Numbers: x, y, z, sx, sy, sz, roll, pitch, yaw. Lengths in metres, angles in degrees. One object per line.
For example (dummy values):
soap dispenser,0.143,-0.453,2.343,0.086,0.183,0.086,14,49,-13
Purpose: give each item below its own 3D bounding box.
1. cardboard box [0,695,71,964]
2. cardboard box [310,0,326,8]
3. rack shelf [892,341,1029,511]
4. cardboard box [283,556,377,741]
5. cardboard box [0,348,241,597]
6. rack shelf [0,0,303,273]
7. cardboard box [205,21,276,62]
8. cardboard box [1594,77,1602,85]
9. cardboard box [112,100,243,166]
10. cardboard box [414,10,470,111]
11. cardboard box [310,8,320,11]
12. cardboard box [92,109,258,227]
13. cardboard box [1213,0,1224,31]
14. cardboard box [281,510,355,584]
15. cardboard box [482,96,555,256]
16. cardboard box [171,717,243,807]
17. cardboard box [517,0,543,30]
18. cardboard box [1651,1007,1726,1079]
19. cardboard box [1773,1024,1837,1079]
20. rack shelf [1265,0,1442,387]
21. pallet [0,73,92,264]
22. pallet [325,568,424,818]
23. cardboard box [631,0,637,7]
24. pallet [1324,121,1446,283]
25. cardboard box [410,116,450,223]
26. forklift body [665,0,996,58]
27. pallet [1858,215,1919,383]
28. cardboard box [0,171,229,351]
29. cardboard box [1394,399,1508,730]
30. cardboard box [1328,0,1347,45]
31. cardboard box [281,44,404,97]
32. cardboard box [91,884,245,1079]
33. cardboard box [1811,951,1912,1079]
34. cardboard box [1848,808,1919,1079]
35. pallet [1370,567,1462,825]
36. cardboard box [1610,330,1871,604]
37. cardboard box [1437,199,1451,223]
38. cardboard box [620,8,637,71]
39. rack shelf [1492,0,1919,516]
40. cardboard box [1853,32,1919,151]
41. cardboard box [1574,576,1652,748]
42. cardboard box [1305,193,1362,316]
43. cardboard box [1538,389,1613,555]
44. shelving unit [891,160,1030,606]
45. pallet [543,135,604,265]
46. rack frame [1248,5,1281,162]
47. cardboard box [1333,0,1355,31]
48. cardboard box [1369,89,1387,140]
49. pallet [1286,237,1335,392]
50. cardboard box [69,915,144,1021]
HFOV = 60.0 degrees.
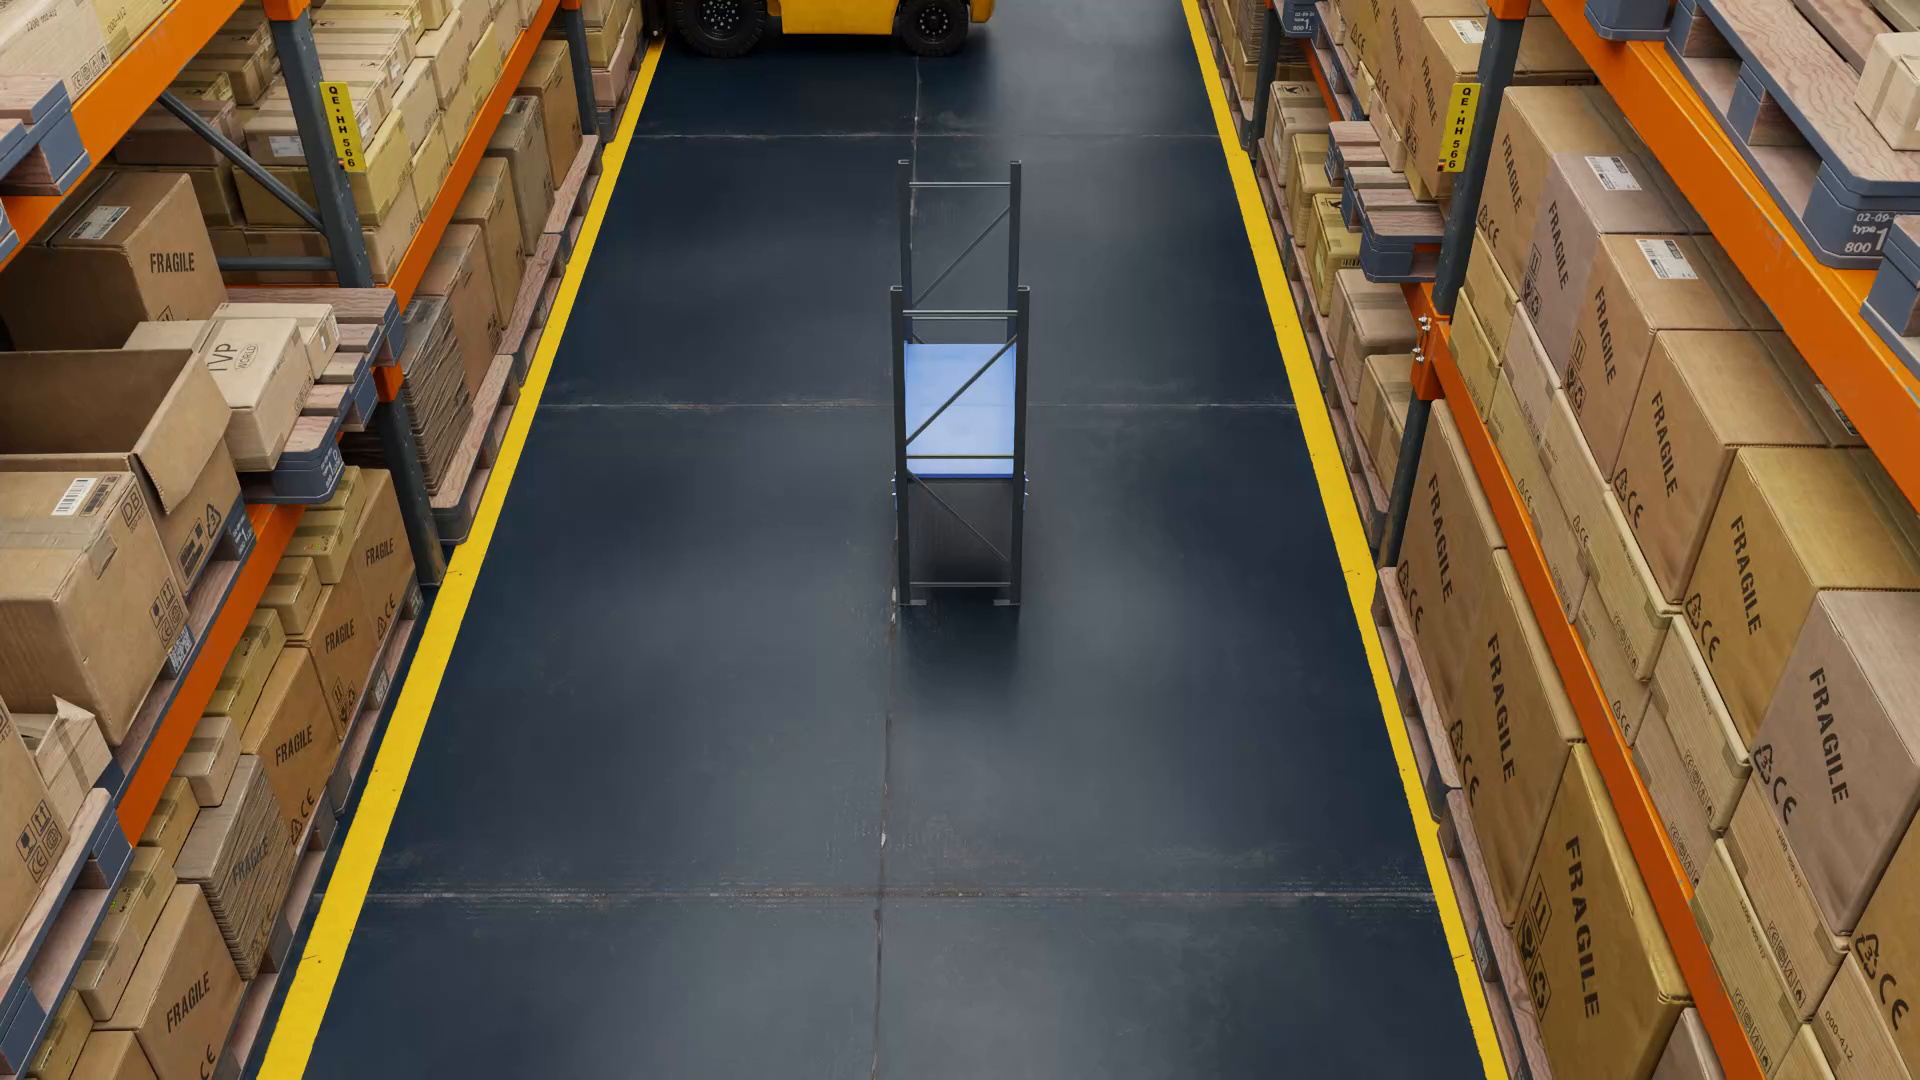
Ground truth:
cardboard box,-2.461,0.664,3.607,0.700,0.500,0.500,0,39,0
cardboard box,-2.912,-2.463,7.326,0.380,0.149,0.250,1,39,1
rack shelf,0.000,-0.498,6.960,0.538,0.185,1.000,0,39,0
cardboard box,-2.482,0.381,6.039,0.500,0.500,0.500,-1,39,-1
cardboard box,-2.501,-0.191,4.672,0.797,0.503,0.637,-1,39,-1
rack shelf,-2.686,-0.647,3.835,1.077,0.370,4.000,0,39,0
cardboard box,-3.012,-1.982,6.726,0.380,0.149,0.250,-1,39,-1
cardboard box,2.507,-1.614,6.212,0.500,0.500,0.500,-1,39,-1
cardboard box,-2.891,-1.503,6.128,0.380,0.149,0.250,1,39,1
cardboard box,-2.426,-2.062,7.145,0.500,0.250,0.500,-1,39,-1
cardboard box,-2.959,-2.373,7.532,0.500,0.250,0.500,-1,39,-1
cardboard box,-2.966,-1.425,6.350,0.500,0.250,0.500,1,39,1
cardboard box,1.995,-3.627,11.240,0.500,0.250,0.500,1,39,1
cardboard box,-2.403,0.030,5.958,0.380,0.149,0.250,-2,39,-2
cardboard box,-2.688,-1.935,8.829,0.875,0.625,0.625,0,39,0
cardboard box,-2.461,0.689,5.137,0.380,0.149,0.250,-2,39,-2
cardboard box,-2.424,-2.821,8.492,0.500,0.250,0.500,0,39,0
cardboard box,2.200,1.765,4.012,0.875,0.875,0.875,1,39,1
cardboard box,2.028,1.266,3.392,0.500,0.250,0.500,-1,39,-1
rack shelf,2.273,-1.984,7.902,1.077,0.370,4.000,0,39,0
pallet,-2.618,-0.660,3.427,1.213,0.211,1.003,0,39,0
pallet,-2.725,0.547,6.398,1.003,0.211,1.213,0,39,0
cardboard box,-2.376,-3.727,10.966,0.500,0.250,0.500,0,39,0
pallet,2.168,-1.384,6.732,1.213,0.211,1.003,0,39,0
cardboard box,-2.440,-1.541,6.895,0.500,0.250,0.500,-1,39,-1
forklift body,-0.871,-4.495,11.139,2.313,2.155,1.214,0,39,0
pallet,2.230,-0.181,2.832,0.805,0.209,1.217,-1,39,-2
cardboard box,-2.844,-0.889,5.545,0.500,0.500,0.500,2,39,2
cardboard box,2.193,0.084,6.110,0.875,0.875,0.875,0,39,0
cardboard box,1.929,-2.420,7.736,0.380,0.149,0.250,1,39,2
cardboard box,-2.421,-1.827,6.533,0.380,0.149,0.250,1,39,1
cardboard box,-2.466,1.357,4.821,0.500,0.500,0.500,-1,39,-1
cardboard box,2.037,1.076,3.229,0.500,0.250,0.500,0,39,0
cardboard box,2.029,0.779,2.999,0.500,0.500,0.500,1,39,1
pallet,2.201,0.568,6.373,1.003,0.211,1.213,0,39,0
cardboard box,2.024,-0.185,4.203,0.500,0.500,0.500,1,39,1
cardboard box,2.040,-1.284,6.319,0.380,0.149,0.250,1,39,2
cardboard box,-2.378,-3.220,10.733,0.500,0.250,0.500,-1,39,-1
rack shelf,2.278,-0.653,3.843,1.077,0.370,4.000,0,39,0
cardboard box,2.128,-0.938,3.474,0.380,0.166,0.250,3,39,4
cardboard box,2.042,0.309,4.586,0.500,0.250,0.500,0,39,0
cardboard box,2.281,-1.441,8.415,0.950,0.372,0.625,1,39,1
cardboard box,2.017,-0.198,4.819,0.500,0.250,0.500,0,39,0
shelving unit,0.000,-0.639,6.848,0.538,1.500,1.048,0,39,0
pallet,-2.653,-1.960,9.527,1.003,0.211,1.213,0,39,0
rack frame,2.271,-3.515,9.238,1.000,3.000,0.127,0,39,0
cardboard box,1.984,-2.597,7.438,0.500,0.500,0.500,-2,39,-2
cardboard box,1.930,-1.767,6.921,0.380,0.149,0.250,-2,39,-2
pallet,2.278,-1.175,8.548,1.003,0.211,1.213,0,39,0
cardboard box,-2.484,1.166,4.540,0.380,0.149,0.250,0,39,0
